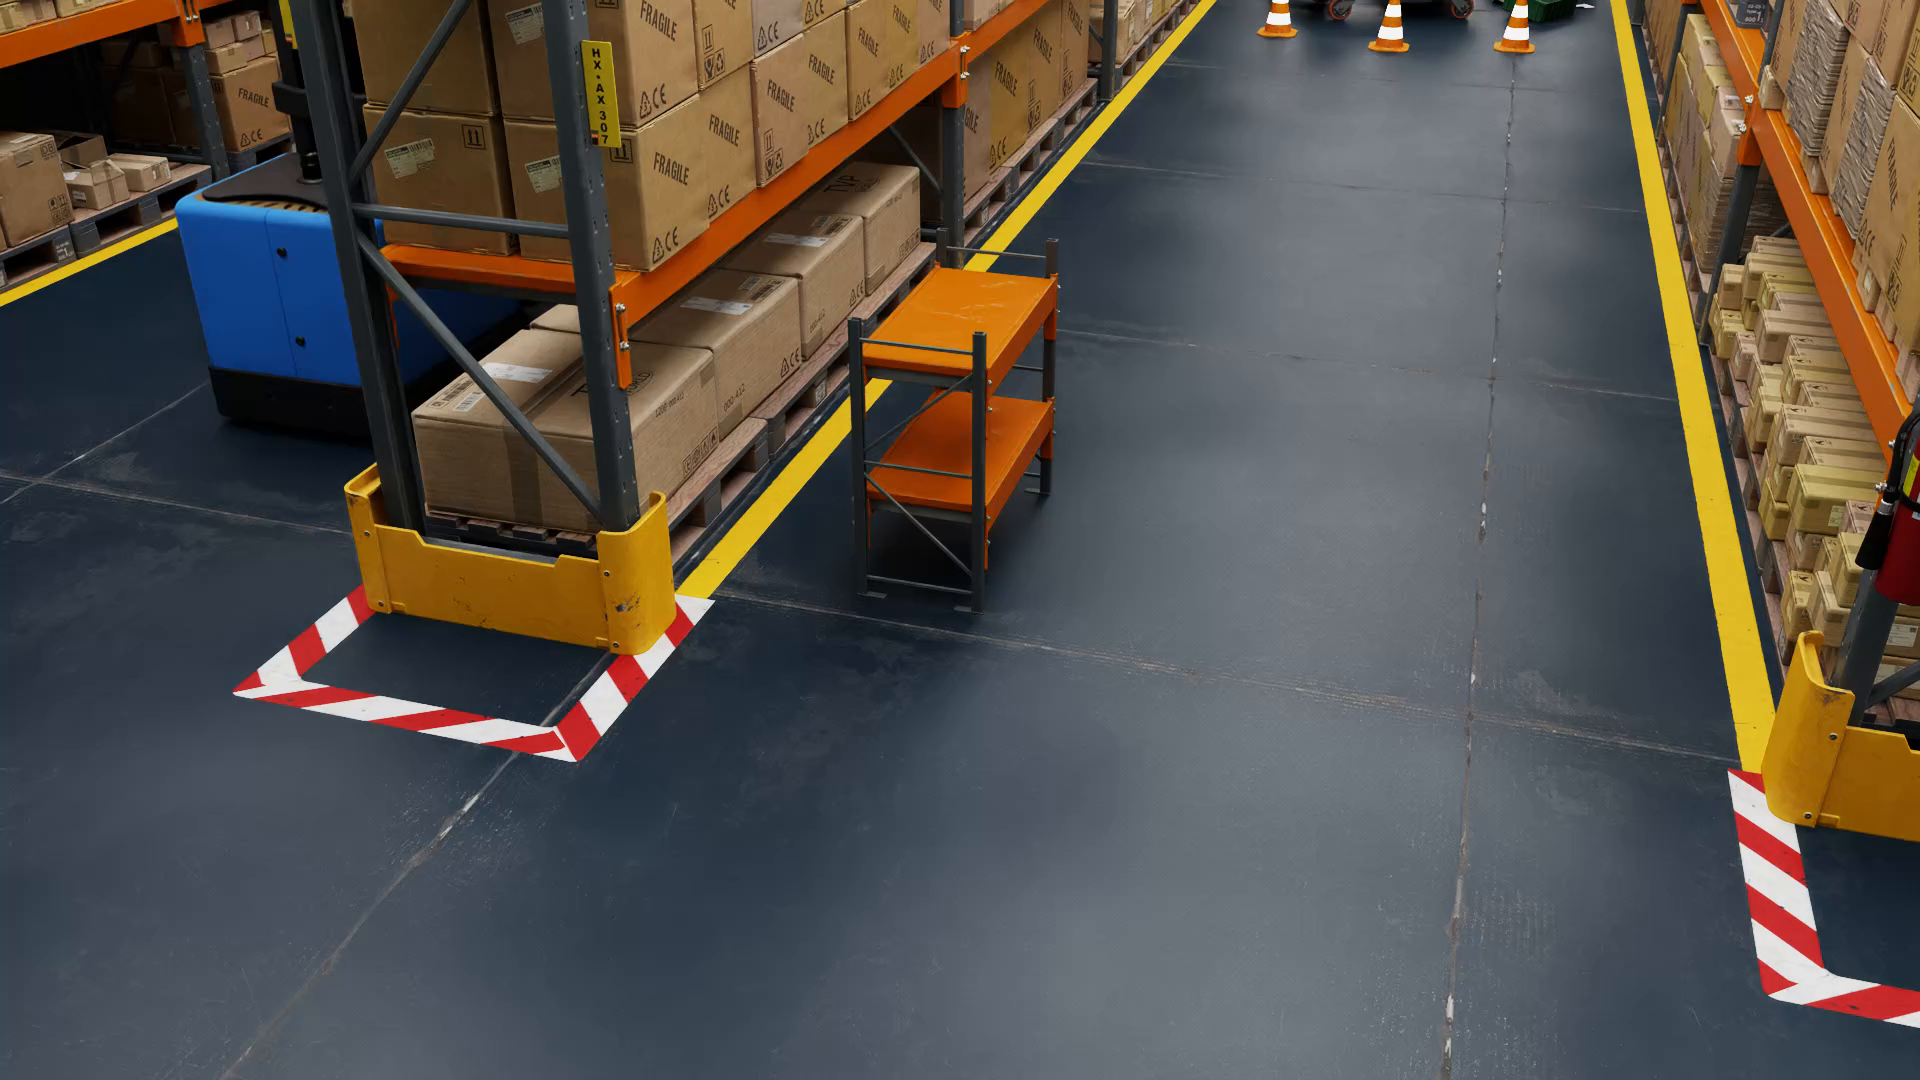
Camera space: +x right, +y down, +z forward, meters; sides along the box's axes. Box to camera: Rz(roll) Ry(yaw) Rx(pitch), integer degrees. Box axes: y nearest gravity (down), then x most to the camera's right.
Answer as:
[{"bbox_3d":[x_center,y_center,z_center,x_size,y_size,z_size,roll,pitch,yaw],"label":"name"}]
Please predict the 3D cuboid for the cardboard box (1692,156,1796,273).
[{"bbox_3d":[4.264,-1.729,8.913,0.500,0.500,0.500,8,30,14],"label":"cardboard box"}]

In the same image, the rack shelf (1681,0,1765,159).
[{"bbox_3d":[4.875,-2.873,9.570,1.077,0.370,4.000,8,30,15],"label":"rack shelf"}]

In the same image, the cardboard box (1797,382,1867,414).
[{"bbox_3d":[3.456,-0.477,6.411,0.380,0.149,0.250,7,30,13],"label":"cardboard box"}]

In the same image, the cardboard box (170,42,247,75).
[{"bbox_3d":[-4.860,-3.128,10.759,0.380,0.149,0.250,10,31,17],"label":"cardboard box"}]

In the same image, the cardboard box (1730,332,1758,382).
[{"bbox_3d":[3.772,-0.826,7.650,0.380,0.149,0.250,8,30,15],"label":"cardboard box"}]

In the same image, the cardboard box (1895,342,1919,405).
[{"bbox_3d":[2.939,-0.482,4.788,0.380,0.149,0.250,9,30,15],"label":"cardboard box"}]

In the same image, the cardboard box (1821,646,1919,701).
[{"bbox_3d":[3.069,0.388,5.467,0.380,0.149,0.250,9,30,16],"label":"cardboard box"}]

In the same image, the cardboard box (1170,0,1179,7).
[{"bbox_3d":[1.515,-5.092,15.089,0.950,0.372,0.625,10,31,18],"label":"cardboard box"}]

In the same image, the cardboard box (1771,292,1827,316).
[{"bbox_3d":[3.769,-0.957,7.273,0.380,0.149,0.250,8,30,14],"label":"cardboard box"}]

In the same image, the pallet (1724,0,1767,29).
[{"bbox_3d":[4.920,-3.108,9.448,1.003,0.211,1.213,8,30,15],"label":"pallet"}]

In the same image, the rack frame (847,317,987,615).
[{"bbox_3d":[-0.151,-0.252,6.046,0.500,1.125,0.032,8,30,15],"label":"rack frame"}]

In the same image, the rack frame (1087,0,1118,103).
[{"bbox_3d":[0.700,-4.777,12.251,1.000,3.000,0.127,8,30,15],"label":"rack frame"}]

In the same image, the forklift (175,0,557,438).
[{"bbox_3d":[-2.514,-2.427,8.098,1.130,2.935,3.031,8,30,15],"label":"forklift"}]

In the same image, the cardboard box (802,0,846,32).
[{"bbox_3d":[-0.801,-2.435,6.911,0.500,0.500,0.500,9,30,15],"label":"cardboard box"}]

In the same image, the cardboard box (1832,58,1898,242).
[{"bbox_3d":[3.295,-1.294,5.582,0.500,0.500,0.500,9,30,15],"label":"cardboard box"}]

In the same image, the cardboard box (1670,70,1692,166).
[{"bbox_3d":[4.866,-2.682,10.625,0.500,0.500,0.500,9,30,15],"label":"cardboard box"}]

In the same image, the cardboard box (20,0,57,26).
[{"bbox_3d":[-5.284,-2.964,9.251,0.380,0.149,0.250,9,30,16],"label":"cardboard box"}]

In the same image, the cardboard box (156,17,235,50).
[{"bbox_3d":[-4.918,-3.266,10.702,0.380,0.149,0.250,8,30,14],"label":"cardboard box"}]

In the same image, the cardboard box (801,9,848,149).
[{"bbox_3d":[-0.813,-1.993,7.144,0.500,0.500,0.500,10,30,17],"label":"cardboard box"}]

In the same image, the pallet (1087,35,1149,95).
[{"bbox_3d":[0.931,-3.921,13.581,1.003,0.211,1.213,8,30,15],"label":"pallet"}]

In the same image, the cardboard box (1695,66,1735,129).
[{"bbox_3d":[4.570,-2.544,9.606,0.500,0.250,0.500,7,30,13],"label":"cardboard box"}]

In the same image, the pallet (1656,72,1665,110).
[{"bbox_3d":[5.765,-3.254,12.383,1.003,0.211,1.213,8,30,15],"label":"pallet"}]

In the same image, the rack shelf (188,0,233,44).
[{"bbox_3d":[-4.633,-4.239,12.025,1.077,0.370,4.000,8,30,15],"label":"rack shelf"}]

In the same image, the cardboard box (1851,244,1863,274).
[{"bbox_3d":[3.265,-0.951,5.632,0.380,0.149,0.250,7,30,13],"label":"cardboard box"}]

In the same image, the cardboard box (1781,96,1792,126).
[{"bbox_3d":[3.887,-1.933,7.398,0.380,0.149,0.250,9,30,16],"label":"cardboard box"}]

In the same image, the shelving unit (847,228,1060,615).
[{"bbox_3d":[-0.002,-0.488,6.471,0.538,1.125,1.048,8,30,15],"label":"shelving unit"}]

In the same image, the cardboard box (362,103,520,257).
[{"bbox_3d":[-1.759,-1.364,6.014,0.500,0.500,0.500,9,30,15],"label":"cardboard box"}]

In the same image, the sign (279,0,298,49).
[{"bbox_3d":[-2.163,-1.752,5.380,0.100,0.325,0.005,8,30,15],"label":"sign"}]

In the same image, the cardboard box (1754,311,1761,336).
[{"bbox_3d":[3.850,-0.954,7.575,0.380,0.149,0.250,8,30,15],"label":"cardboard box"}]

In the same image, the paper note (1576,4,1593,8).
[{"bbox_3d":[5.968,-5.121,15.923,0.147,0.020,0.142,-12,31,-20],"label":"paper note"}]

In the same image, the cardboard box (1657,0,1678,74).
[{"bbox_3d":[5.980,-3.995,12.727,1.050,0.750,0.750,9,30,16],"label":"cardboard box"}]

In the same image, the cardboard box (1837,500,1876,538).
[{"bbox_3d":[3.156,0.012,5.531,0.380,0.149,0.250,9,30,16],"label":"cardboard box"}]

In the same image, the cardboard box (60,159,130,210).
[{"bbox_3d":[-5.208,-2.146,9.903,0.396,0.266,0.258,10,30,17],"label":"cardboard box"}]

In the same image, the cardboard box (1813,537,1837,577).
[{"bbox_3d":[3.124,0.133,5.620,0.380,0.149,0.250,8,30,14],"label":"cardboard box"}]

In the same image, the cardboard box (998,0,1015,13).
[{"bbox_3d":[0.058,-3.260,9.678,0.500,0.250,0.500,8,30,14],"label":"cardboard box"}]

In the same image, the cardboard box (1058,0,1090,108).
[{"bbox_3d":[0.418,-3.722,12.110,0.875,0.875,0.875,8,30,14],"label":"cardboard box"}]

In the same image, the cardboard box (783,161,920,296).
[{"bbox_3d":[-0.761,-1.705,8.933,0.875,0.438,0.875,8,30,14],"label":"cardboard box"}]

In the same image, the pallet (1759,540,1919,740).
[{"bbox_3d":[3.408,0.411,5.793,1.003,0.211,1.213,8,30,15],"label":"pallet"}]

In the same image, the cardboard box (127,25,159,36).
[{"bbox_3d":[-5.315,-3.334,11.130,0.380,0.149,0.250,9,30,15],"label":"cardboard box"}]

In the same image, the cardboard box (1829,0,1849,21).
[{"bbox_3d":[3.607,-2.221,6.220,0.500,0.500,0.500,9,30,16],"label":"cardboard box"}]

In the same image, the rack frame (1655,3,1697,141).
[{"bbox_3d":[5.462,-4.117,11.066,1.000,3.000,0.127,8,30,15],"label":"rack frame"}]

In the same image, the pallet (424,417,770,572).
[{"bbox_3d":[-1.488,-0.223,6.934,1.003,0.211,1.213,8,30,15],"label":"pallet"}]

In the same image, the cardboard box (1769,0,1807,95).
[{"bbox_3d":[3.902,-2.238,7.278,0.500,0.500,0.500,8,30,14],"label":"cardboard box"}]

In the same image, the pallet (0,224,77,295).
[{"bbox_3d":[-5.779,-1.518,9.261,1.003,0.211,1.213,8,30,15],"label":"pallet"}]

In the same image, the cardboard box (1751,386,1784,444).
[{"bbox_3d":[3.434,-0.486,6.732,0.380,0.149,0.250,9,30,15],"label":"cardboard box"}]

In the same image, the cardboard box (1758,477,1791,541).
[{"bbox_3d":[3.282,-0.100,6.345,0.380,0.149,0.250,7,30,13],"label":"cardboard box"}]
